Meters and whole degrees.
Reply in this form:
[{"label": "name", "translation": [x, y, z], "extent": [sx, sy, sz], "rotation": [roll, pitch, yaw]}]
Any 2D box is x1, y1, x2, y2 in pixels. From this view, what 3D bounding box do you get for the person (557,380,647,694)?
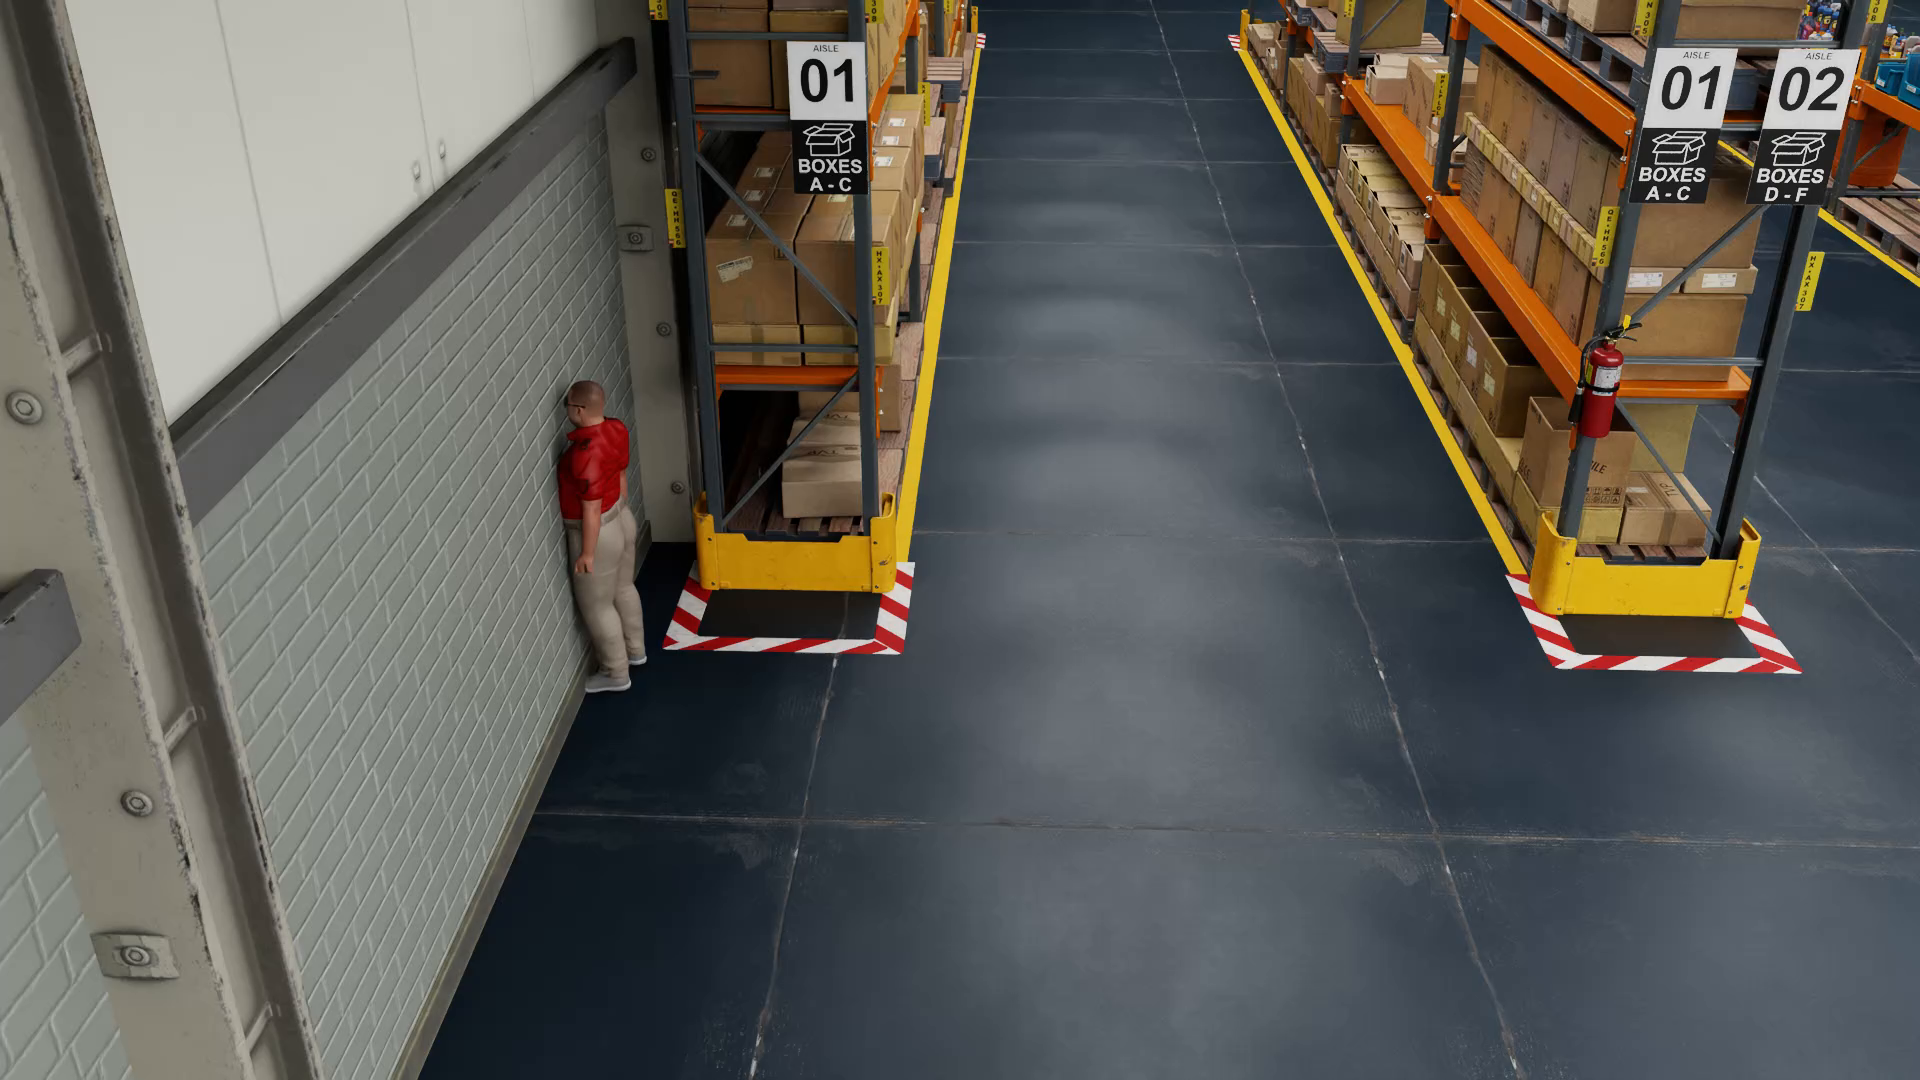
[{"label": "person", "translation": [-1.899, -0.028, 8.688], "extent": [0.364, 1.731, 0.525], "rotation": [5, 28, 10]}]
